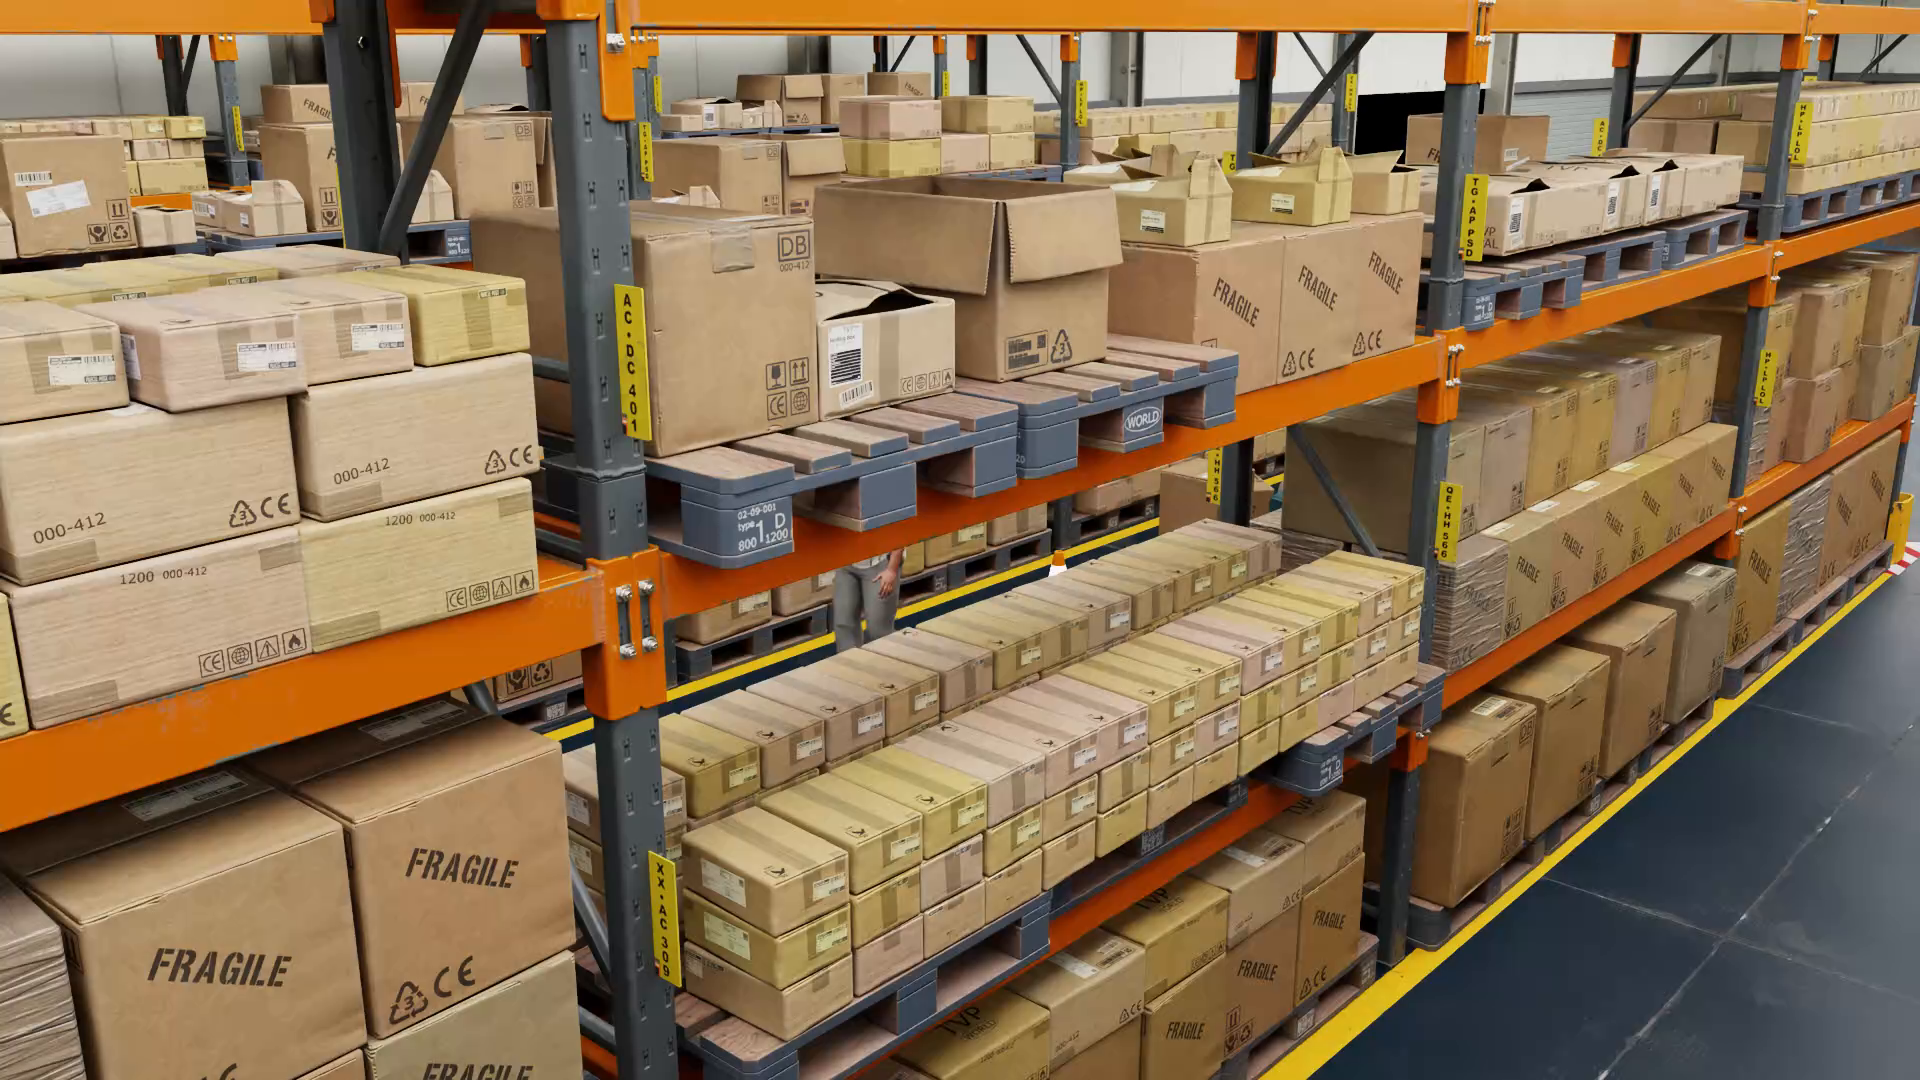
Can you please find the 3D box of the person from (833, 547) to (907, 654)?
[{"bbox_3d":[-0.584,0.148,9.977,0.586,1.770,0.502,12,21,35],"label":"person"}]
